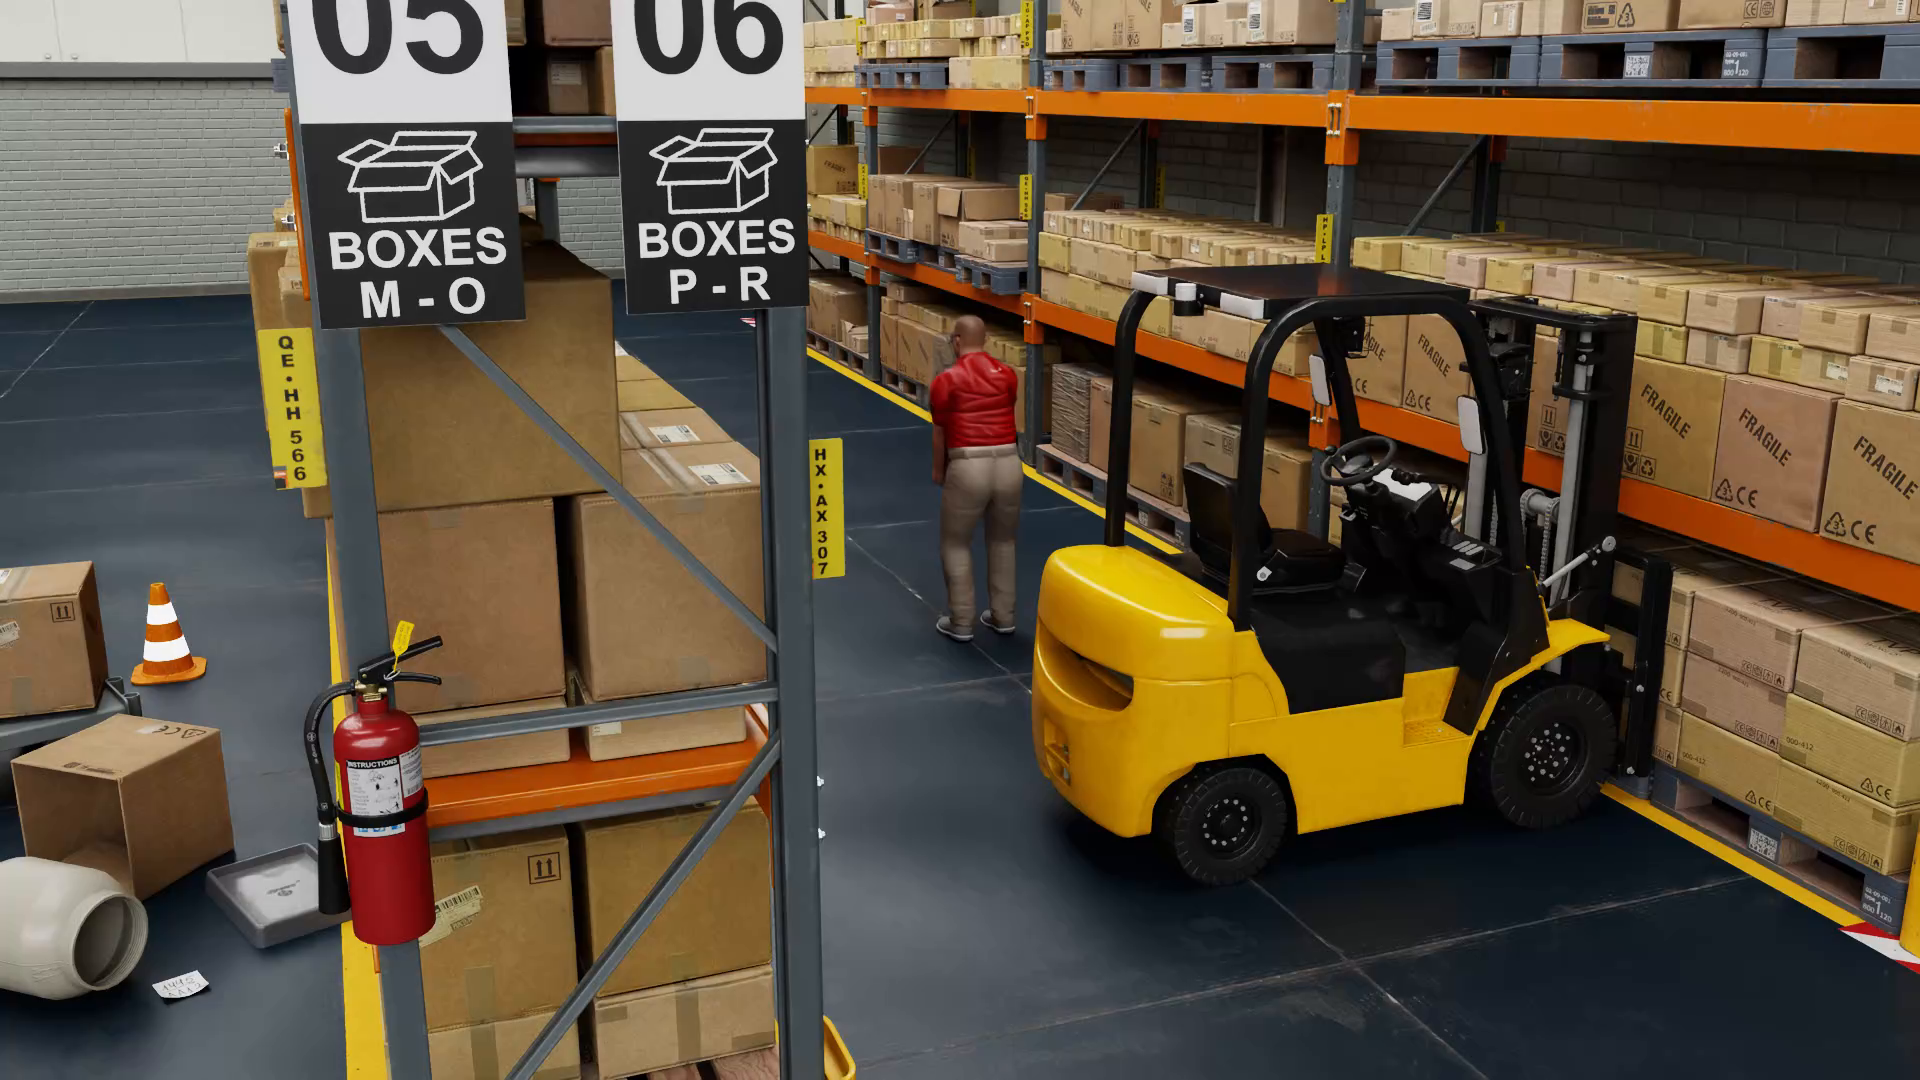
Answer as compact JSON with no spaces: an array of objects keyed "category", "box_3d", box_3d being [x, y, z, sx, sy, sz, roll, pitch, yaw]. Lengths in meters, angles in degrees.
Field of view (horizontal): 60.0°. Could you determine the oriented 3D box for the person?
[{"category":"person","box_3d":[0.068,-0.337,8.821,0.485,1.711,0.570,-6,17,-21]}]
